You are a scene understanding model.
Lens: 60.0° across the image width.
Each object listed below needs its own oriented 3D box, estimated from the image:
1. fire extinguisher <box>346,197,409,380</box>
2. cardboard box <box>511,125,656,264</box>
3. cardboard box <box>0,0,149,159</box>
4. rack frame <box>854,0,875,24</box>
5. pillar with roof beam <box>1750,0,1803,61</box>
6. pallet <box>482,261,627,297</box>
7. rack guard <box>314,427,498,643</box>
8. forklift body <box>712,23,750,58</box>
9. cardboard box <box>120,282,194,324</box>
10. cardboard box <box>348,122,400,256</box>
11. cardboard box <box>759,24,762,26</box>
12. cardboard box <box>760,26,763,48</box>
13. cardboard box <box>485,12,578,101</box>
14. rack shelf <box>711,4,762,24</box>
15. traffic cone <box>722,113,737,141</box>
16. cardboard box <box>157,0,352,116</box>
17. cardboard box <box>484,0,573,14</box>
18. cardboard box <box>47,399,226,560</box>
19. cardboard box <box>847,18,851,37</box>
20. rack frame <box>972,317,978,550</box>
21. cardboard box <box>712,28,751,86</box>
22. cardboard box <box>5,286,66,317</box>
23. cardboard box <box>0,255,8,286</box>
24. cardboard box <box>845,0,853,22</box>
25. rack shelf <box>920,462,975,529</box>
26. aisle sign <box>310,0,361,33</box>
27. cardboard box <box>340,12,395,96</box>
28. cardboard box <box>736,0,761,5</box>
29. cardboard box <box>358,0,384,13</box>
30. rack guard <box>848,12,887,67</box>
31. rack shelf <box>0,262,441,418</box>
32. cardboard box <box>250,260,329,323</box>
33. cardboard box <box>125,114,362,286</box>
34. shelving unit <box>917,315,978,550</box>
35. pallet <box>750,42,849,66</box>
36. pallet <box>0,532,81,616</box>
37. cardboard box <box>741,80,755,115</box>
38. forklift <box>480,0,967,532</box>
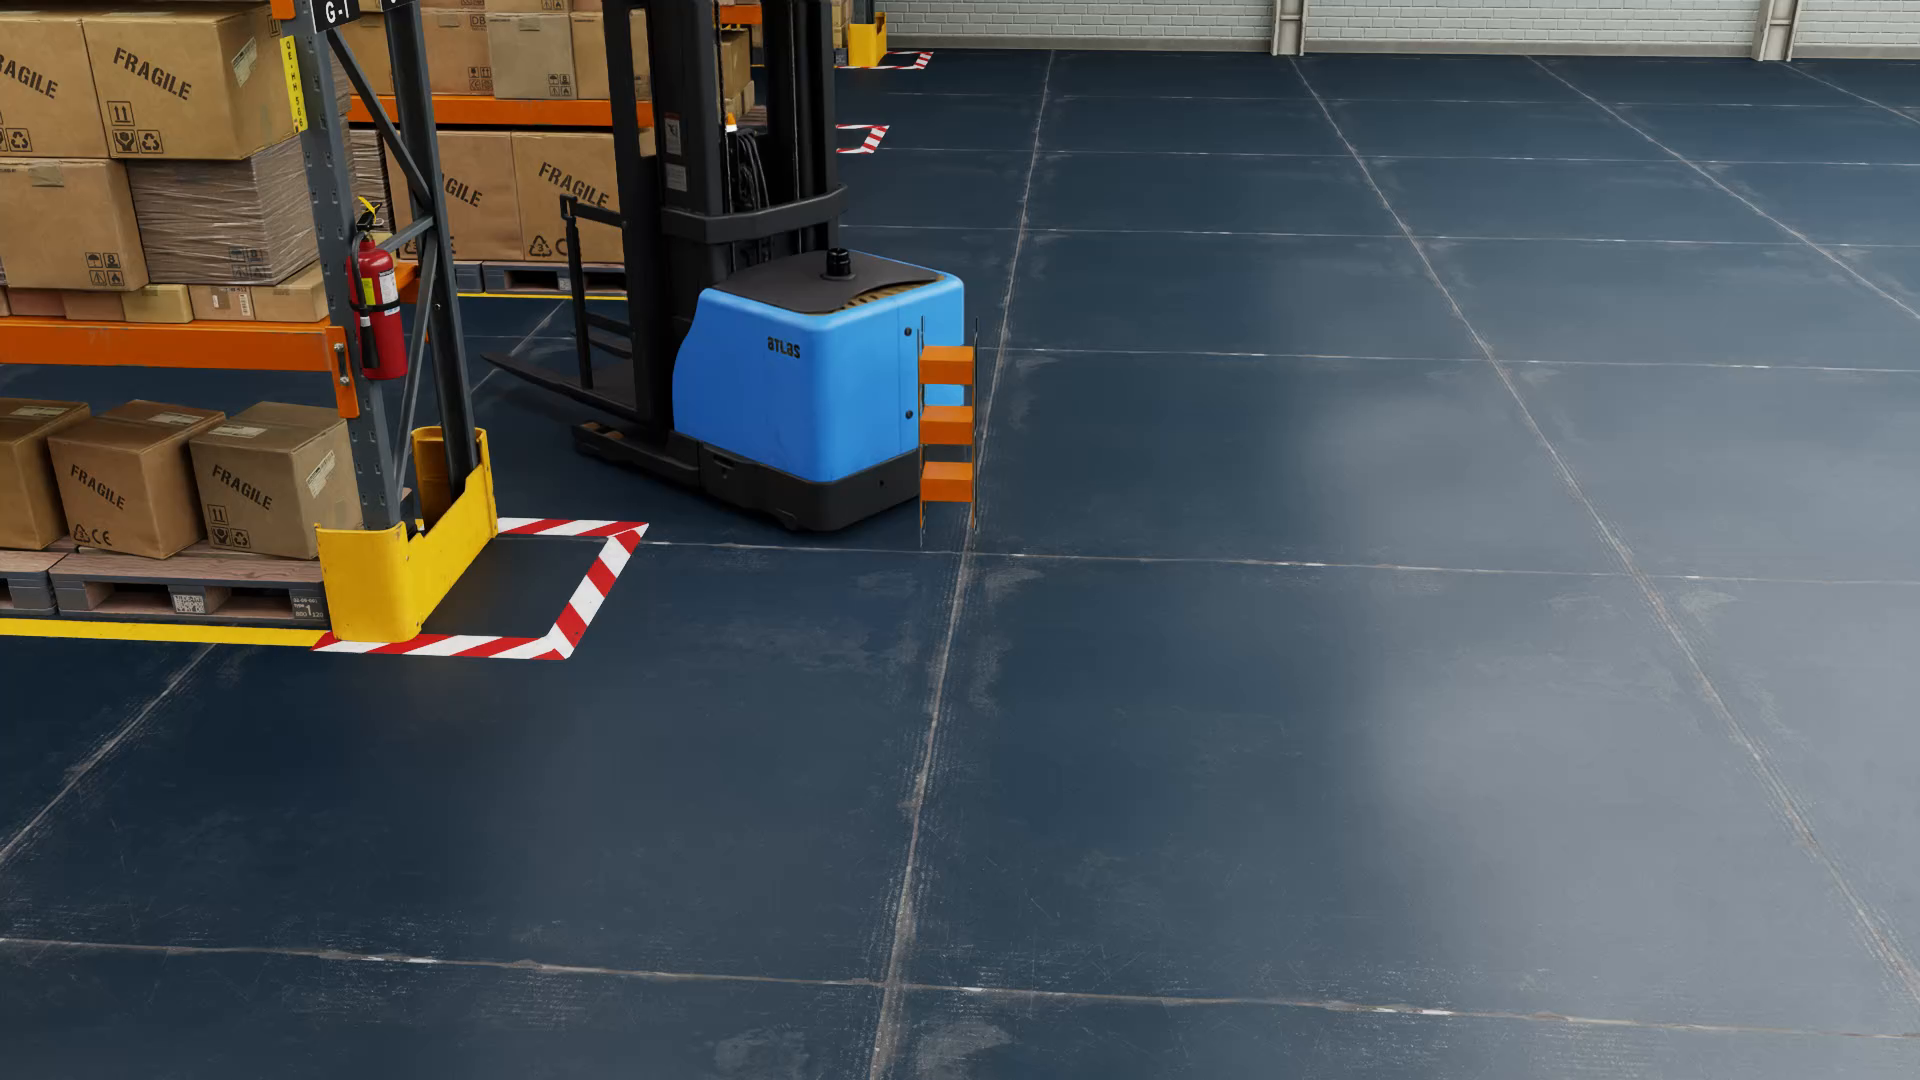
[{"bbox_3d":[-2.231,-0.953,6.325,0.183,0.674,0.296,2,25,4],"label":"fire extinguisher"},{"bbox_3d":[-2.511,-2.467,11.563,0.875,0.875,0.875,2,25,4],"label":"cardboard box"},{"bbox_3d":[-3.376,-1.747,6.286,0.500,0.500,0.500,2,25,4],"label":"cardboard box"},{"bbox_3d":[-1.175,-7.383,20.206,0.127,3.000,1.000,2,25,4],"label":"rack frame"},{"bbox_3d":[9.835,-8.328,15.083,0.400,9.000,9.100,2,25,4],"label":"pillar with roof beam"},{"bbox_3d":[-2.633,-1.974,11.787,1.213,0.211,1.003,2,25,4],"label":"pallet"},{"bbox_3d":[-2.386,-0.051,7.262,0.348,0.500,1.175,2,25,4],"label":"rack guard"},{"bbox_3d":[-3.205,-6.298,18.863,1.214,2.155,2.313,2,25,4],"label":"forklift body"},{"bbox_3d":[-3.112,-0.987,6.608,0.250,0.149,0.380,2,25,4],"label":"cardboard box"},{"bbox_3d":[-4.297,-2.525,11.688,0.875,0.875,0.875,2,25,4],"label":"cardboard box"},{"bbox_3d":[-2.183,-6.458,20.384,0.500,0.250,0.500,2,25,3],"label":"cardboard box"},{"bbox_3d":[-2.163,-6.228,20.483,0.500,0.250,0.500,2,25,4],"label":"cardboard box"},{"bbox_3d":[-2.753,-3.317,11.191,0.550,0.550,0.875,2,25,4],"label":"cardboard box"},{"bbox_3d":[-3.545,-5.051,16.000,4.000,0.370,1.077,2,25,4],"label":"rack shelf"},{"bbox_3d":[-2.079,-3.638,15.102,0.334,0.463,0.336,2,25,4],"label":"traffic cone"},{"bbox_3d":[-2.837,-1.950,6.727,0.500,0.500,0.500,2,25,4],"label":"cardboard box"},{"bbox_3d":[-2.752,-3.814,10.978,0.550,0.550,0.875,2,25,4],"label":"cardboard box"},{"bbox_3d":[-3.530,-0.271,7.238,0.500,0.500,0.500,8,26,18],"label":"cardboard box"},{"bbox_3d":[-1.650,-6.422,20.905,0.500,0.250,0.500,2,25,4],"label":"cardboard box"},{"bbox_3d":[0.068,-0.475,7.526,0.008,1.050,0.200,2,25,4],"label":"rack frame"},{"bbox_3d":[-2.358,-4.738,16.348,0.500,0.500,0.500,1,25,2],"label":"cardboard box"},{"bbox_3d":[-3.606,-1.027,6.694,0.250,0.149,0.380,2,25,4],"label":"cardboard box"},{"bbox_3d":[-3.859,-1.393,6.714,0.500,0.500,0.875,2,25,4],"label":"cardboard box"},{"bbox_3d":[-1.628,-6.653,20.810,0.500,0.250,0.500,2,25,5],"label":"cardboard box"},{"bbox_3d":[-0.053,-0.217,7.655,0.240,0.259,0.215,2,25,4],"label":"rack shelf"},{"bbox_3d":[-2.271,-2.238,5.914,0.004,0.787,0.394,2,25,4],"label":"aisle sign"},{"bbox_3d":[-3.833,-3.387,11.344,0.500,0.550,0.875,2,25,4],"label":"cardboard box"},{"bbox_3d":[-1.941,-5.123,15.595,0.250,0.149,0.380,3,25,6],"label":"cardboard box"},{"bbox_3d":[-3.838,-3.851,11.059,0.500,0.550,0.875,2,25,4],"label":"cardboard box"},{"bbox_3d":[-1.151,-6.247,20.727,0.348,0.500,1.175,2,25,4],"label":"rack guard"},{"bbox_3d":[-4.304,-0.921,7.023,4.000,0.370,1.077,2,25,4],"label":"rack shelf"},{"bbox_3d":[-2.610,-0.993,6.619,0.250,0.149,0.380,2,25,4],"label":"cardboard box"},{"bbox_3d":[-2.856,-1.393,6.714,0.500,0.500,0.875,2,25,4],"label":"cardboard box"},{"bbox_3d":[-0.053,-0.479,7.534,0.252,1.050,0.215,2,25,4],"label":"shelving unit"},{"bbox_3d":[-1.941,-6.123,20.805,1.213,0.211,1.003,2,25,4],"label":"pallet"},{"bbox_3d":[-4.406,0.000,7.498,1.213,0.211,1.003,2,25,4],"label":"pallet"},{"bbox_3d":[-2.334,-4.397,16.504,0.500,0.250,0.500,2,25,4],"label":"cardboard box"},{"bbox_3d":[-1.399,-1.872,8.312,3.031,2.935,1.130,21,32,37],"label":"forklift"}]
